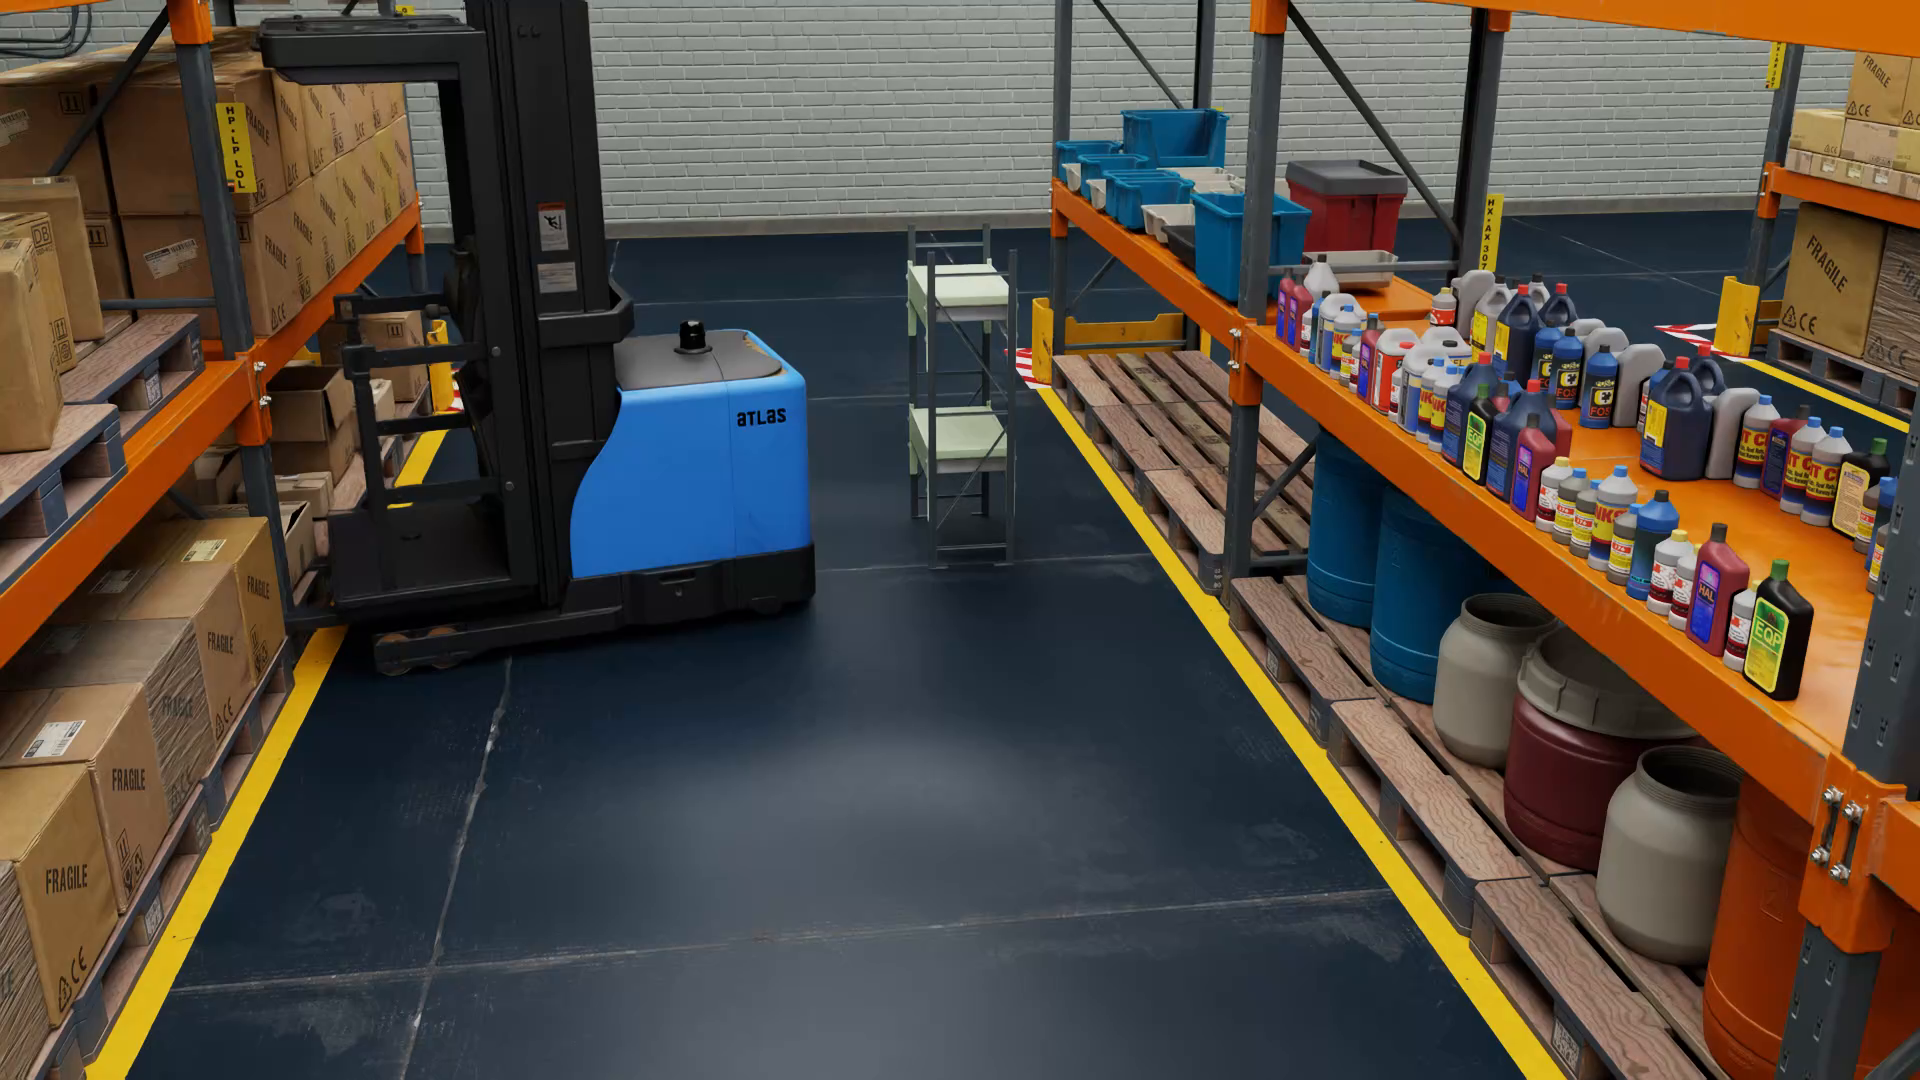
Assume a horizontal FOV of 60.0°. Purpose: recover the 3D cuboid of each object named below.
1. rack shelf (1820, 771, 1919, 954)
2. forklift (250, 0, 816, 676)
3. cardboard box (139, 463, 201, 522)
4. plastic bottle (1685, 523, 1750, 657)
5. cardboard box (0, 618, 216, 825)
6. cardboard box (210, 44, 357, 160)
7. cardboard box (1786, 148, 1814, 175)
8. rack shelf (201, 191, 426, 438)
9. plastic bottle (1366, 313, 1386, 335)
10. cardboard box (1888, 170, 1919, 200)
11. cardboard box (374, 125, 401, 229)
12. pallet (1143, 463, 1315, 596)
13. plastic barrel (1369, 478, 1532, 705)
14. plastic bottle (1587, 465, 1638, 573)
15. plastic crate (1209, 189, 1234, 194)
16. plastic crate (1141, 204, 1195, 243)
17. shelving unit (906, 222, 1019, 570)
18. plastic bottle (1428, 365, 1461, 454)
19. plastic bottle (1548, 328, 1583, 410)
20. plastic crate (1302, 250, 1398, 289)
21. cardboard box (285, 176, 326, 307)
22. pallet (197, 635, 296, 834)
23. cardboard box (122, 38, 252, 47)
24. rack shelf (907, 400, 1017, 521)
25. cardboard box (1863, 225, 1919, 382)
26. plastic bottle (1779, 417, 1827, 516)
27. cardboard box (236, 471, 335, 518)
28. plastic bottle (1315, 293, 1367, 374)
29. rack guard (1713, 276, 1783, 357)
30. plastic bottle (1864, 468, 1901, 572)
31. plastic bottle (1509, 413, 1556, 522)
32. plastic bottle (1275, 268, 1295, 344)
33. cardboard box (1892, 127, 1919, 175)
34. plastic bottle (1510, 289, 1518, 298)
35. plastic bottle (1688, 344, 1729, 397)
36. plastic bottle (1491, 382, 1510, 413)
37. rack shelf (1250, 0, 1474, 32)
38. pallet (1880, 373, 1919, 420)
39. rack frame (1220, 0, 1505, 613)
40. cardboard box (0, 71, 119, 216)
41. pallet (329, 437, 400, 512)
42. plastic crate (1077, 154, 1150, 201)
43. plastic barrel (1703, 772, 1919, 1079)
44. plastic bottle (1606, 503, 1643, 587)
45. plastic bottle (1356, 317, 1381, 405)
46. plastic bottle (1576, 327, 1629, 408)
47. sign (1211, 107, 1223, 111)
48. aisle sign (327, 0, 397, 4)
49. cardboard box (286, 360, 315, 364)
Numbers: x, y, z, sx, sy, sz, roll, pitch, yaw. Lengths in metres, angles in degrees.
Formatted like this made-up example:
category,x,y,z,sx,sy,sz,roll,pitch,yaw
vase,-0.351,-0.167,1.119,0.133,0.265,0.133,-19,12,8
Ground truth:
category,x,y,z,sx,sy,sz,roll,pitch,yaw
rack shelf,2.536,1.285,1.518,1.077,0.370,4.000,-3,21,-8
forklift,-2.212,-1.031,6.788,3.031,2.935,1.130,-8,22,-20
cardboard box,-3.594,-0.099,7.139,0.500,0.500,0.500,-3,21,-8
plastic bottle,1.734,0.111,3.798,0.061,0.283,0.133,-3,21,-8
cardboard box,-2.741,0.585,5.306,0.500,0.500,0.500,-3,21,-7
cardboard box,-3.244,-2.109,8.004,0.500,0.500,0.500,-2,21,-6
cardboard box,5.720,-2.507,11.001,0.380,0.149,0.250,-3,21,-7
rack shelf,-3.519,-1.237,8.268,1.077,0.370,4.000,-3,21,-8
plastic bottle,1.534,-0.743,6.203,0.097,0.201,0.097,0,20,0
cardboard box,5.870,-2.152,10.049,0.380,0.149,0.250,-3,21,-9
cardboard box,-3.395,-1.992,9.120,0.500,0.500,0.500,-3,21,-7
pallet,1.527,-0.076,8.118,1.003,0.211,1.213,-3,21,-8
plastic barrel,1.835,0.091,6.085,0.600,0.901,0.708,-3,21,-8
plastic bottle,1.679,-0.059,4.270,0.097,0.271,0.097,0,20,0
plastic crate,1.544,-1.848,9.169,0.298,0.136,0.250,-3,21,-8
plastic crate,1.123,-1.622,8.563,0.293,0.136,0.466,-3,21,-8
shelving unit,0.001,-0.700,7.948,0.431,1.500,0.755,-3,21,-8
plastic bottle,1.531,-0.414,5.221,0.097,0.271,0.097,0,20,0
plastic bottle,2.072,-0.589,5.690,0.097,0.271,0.097,0,20,0
plastic crate,1.745,-1.203,7.440,0.396,0.136,0.243,-3,21,-8
cardboard box,-3.112,-1.295,7.255,0.500,0.500,0.500,-3,21,-7
pallet,-3.076,0.705,6.028,1.003,0.211,1.213,-3,21,-8
cardboard box,-3.855,-2.260,8.409,0.500,0.500,0.500,-3,21,-7
rack shelf,0.001,-0.395,8.062,0.431,0.370,0.720,-3,21,-8
cardboard box,6.298,-1.433,10.203,0.875,0.875,0.875,-3,21,-8
plastic bottle,2.382,-0.212,4.681,0.097,0.271,0.097,0,20,0
cardboard box,-3.212,-0.215,7.926,0.380,0.166,0.250,-3,21,-8
plastic bottle,1.414,-0.766,6.156,0.152,0.276,0.135,-3,21,-8
rack guard,5.992,-1.602,11.791,1.175,0.500,0.348,-3,21,-8
plastic bottle,2.389,-0.049,4.245,0.097,0.271,0.097,0,20,0
plastic bottle,1.603,-0.204,4.643,0.061,0.283,0.133,-3,21,-8
plastic bottle,1.302,-0.927,6.577,0.061,0.283,0.133,-3,21,-8
cardboard box,5.948,-2.300,9.876,0.500,0.250,0.500,-4,21,-10
plastic bottle,2.100,-0.825,6.315,0.152,0.276,0.135,-3,21,-8
plastic bottle,2.286,-0.424,5.134,0.144,0.351,0.185,-3,21,-8
plastic bottle,1.617,-0.318,4.947,0.061,0.283,0.133,-3,21,-8
rack shelf,1.383,-2.890,8.409,1.077,0.370,4.000,-3,21,-8
pallet,6.361,-0.764,9.960,1.003,0.211,1.213,-3,21,-8
rack frame,1.671,-1.130,6.954,1.000,3.000,0.127,-3,21,-8
cardboard box,-3.560,-1.559,6.530,0.500,0.500,0.500,-3,21,-7
pallet,-3.508,-0.236,8.547,1.003,0.211,1.213,-3,21,-8
plastic crate,0.899,-2.134,9.797,0.416,0.233,0.300,-3,21,-8
plastic barrel,2.160,0.907,4.003,0.600,0.830,0.708,-3,21,-8
plastic bottle,1.693,0.008,4.192,0.097,0.201,0.097,0,20,0
plastic bottle,1.430,-0.619,5.754,0.061,0.283,0.133,-3,21,-8
plastic bottle,2.193,-0.604,5.723,0.152,0.276,0.135,-3,21,-8
sign,1.637,-2.625,10.723,0.100,0.325,0.005,-3,21,-8
aisle sign,-3.514,-3.523,9.646,0.394,0.787,0.004,-3,21,-8
cardboard box,-4.087,-0.974,9.984,0.380,0.149,0.250,-3,21,-8
